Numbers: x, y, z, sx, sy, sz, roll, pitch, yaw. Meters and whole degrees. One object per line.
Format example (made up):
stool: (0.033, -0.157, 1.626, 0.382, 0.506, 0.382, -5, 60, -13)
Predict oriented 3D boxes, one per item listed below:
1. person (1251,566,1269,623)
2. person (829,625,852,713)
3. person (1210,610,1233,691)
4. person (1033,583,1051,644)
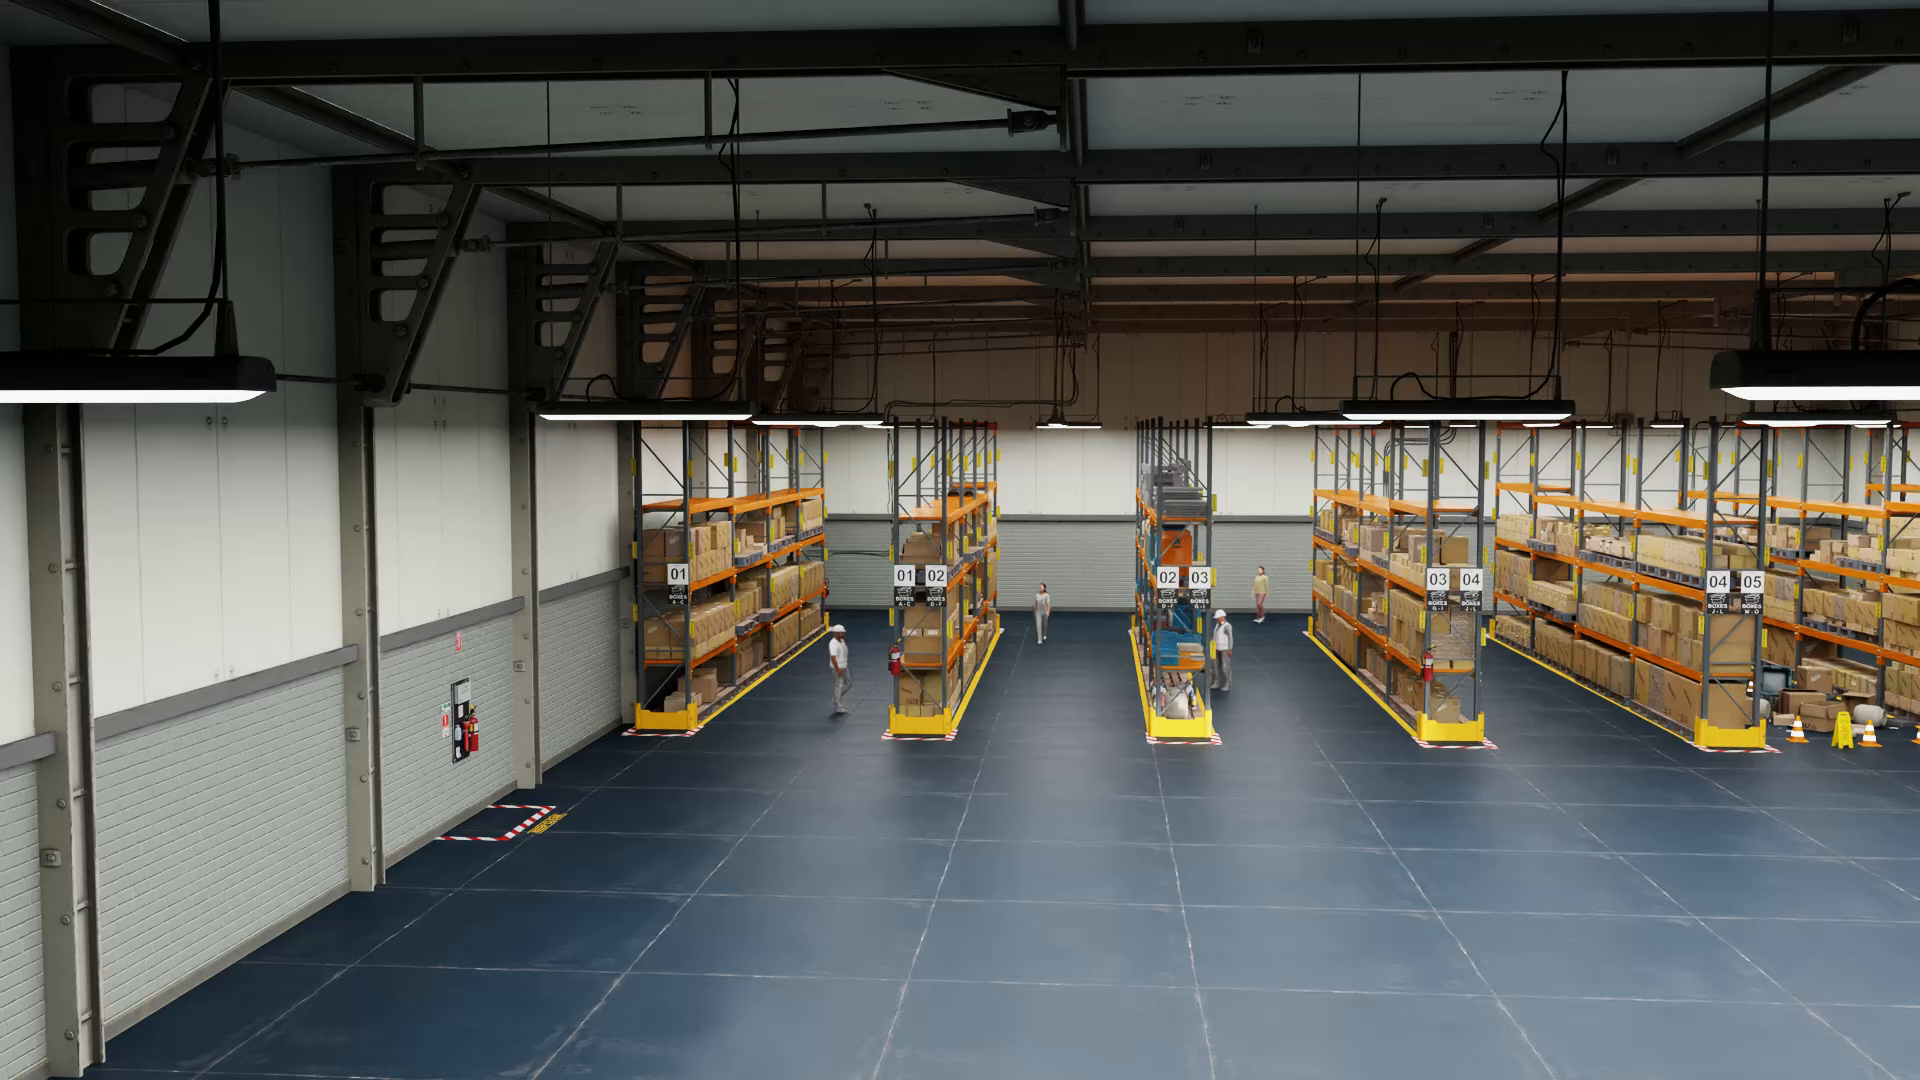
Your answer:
person: (8.957, 1.643, 49.812, 0.472, 1.709, 0.461, -3, 5, -42)
person: (-2.431, 2.618, 33.990, 0.512, 1.773, 0.734, 1, 4, 19)
person: (5.797, 2.428, 36.868, 0.407, 1.772, 0.598, -2, 4, -27)
person: (2.217, 1.980, 44.969, 0.460, 1.615, 1.065, 0, 4, 1)
